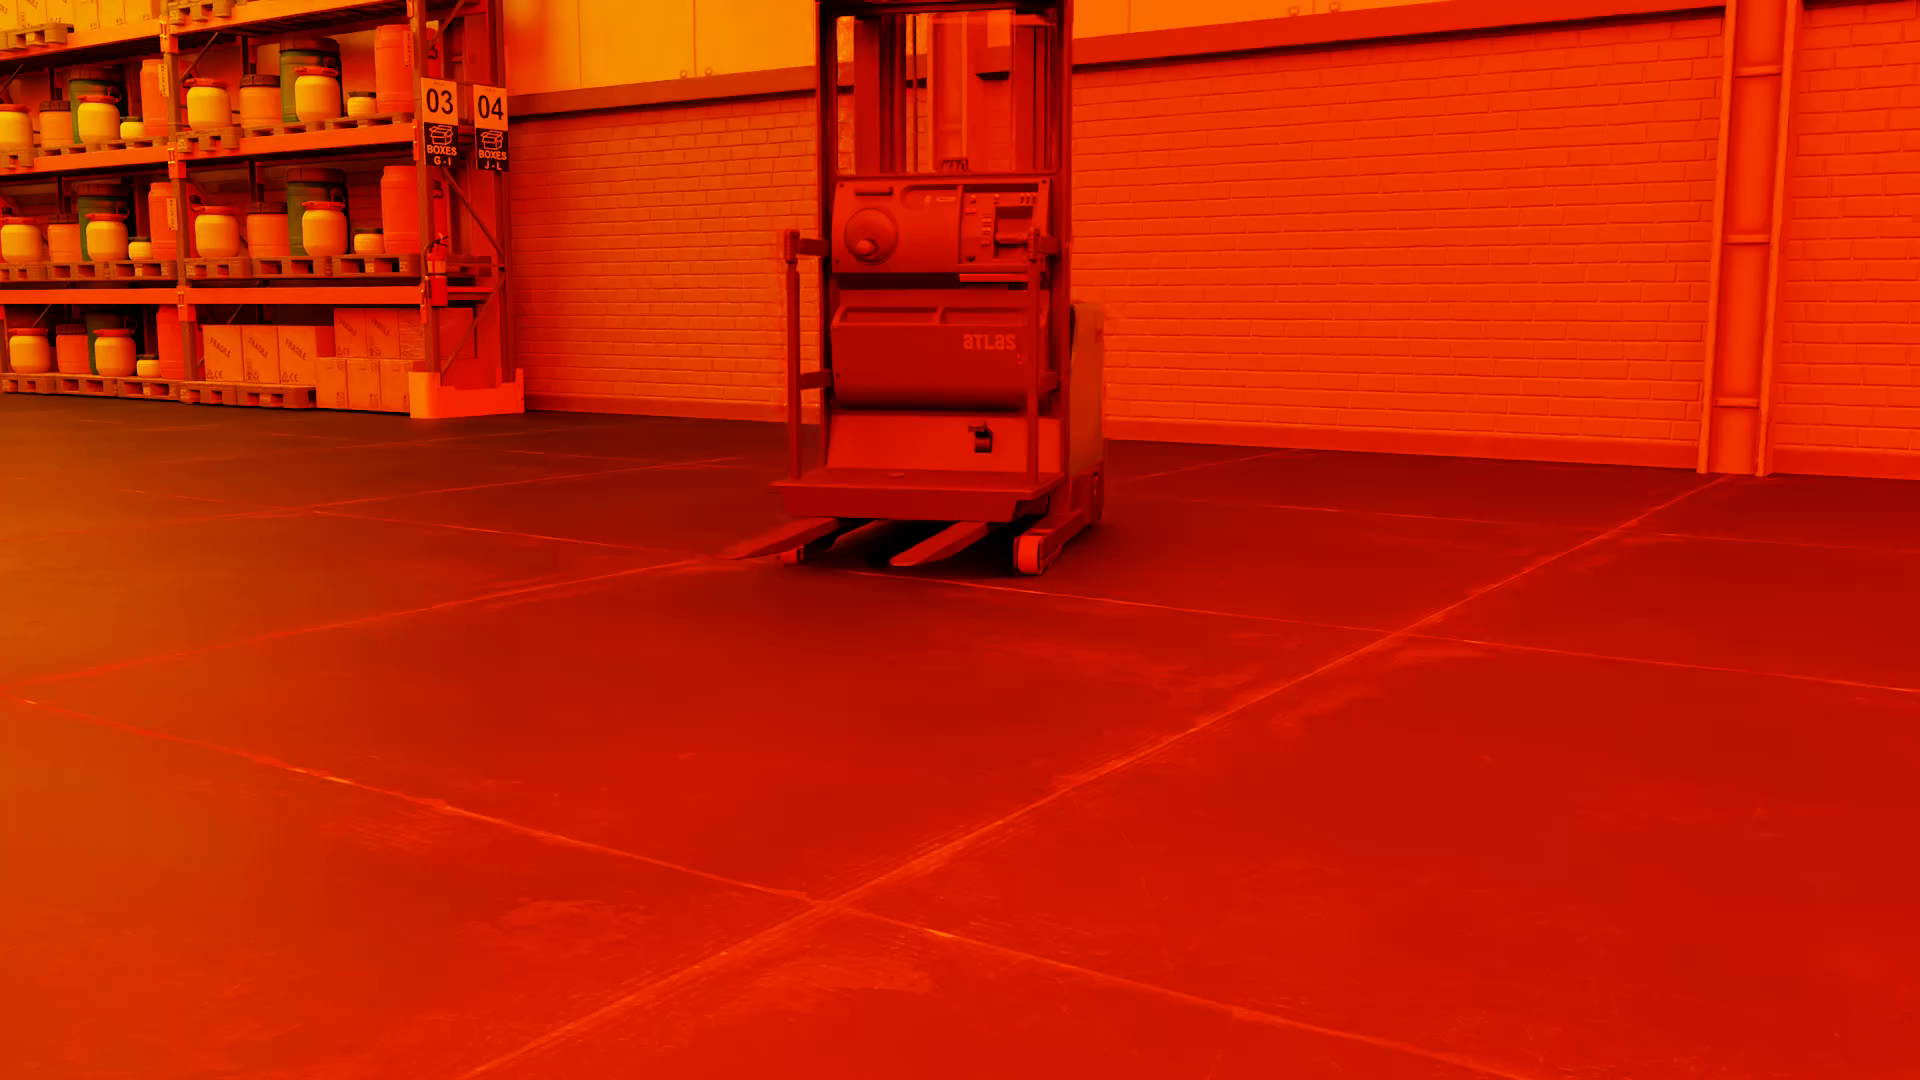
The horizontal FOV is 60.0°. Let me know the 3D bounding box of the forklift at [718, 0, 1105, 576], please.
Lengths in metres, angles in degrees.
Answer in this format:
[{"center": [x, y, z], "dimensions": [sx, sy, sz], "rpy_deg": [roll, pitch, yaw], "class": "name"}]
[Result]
[{"center": [-0.133, -1.366, 6.802], "dimensions": [1.130, 2.935, 3.031], "rpy_deg": [2, 8, 14], "class": "forklift"}]
